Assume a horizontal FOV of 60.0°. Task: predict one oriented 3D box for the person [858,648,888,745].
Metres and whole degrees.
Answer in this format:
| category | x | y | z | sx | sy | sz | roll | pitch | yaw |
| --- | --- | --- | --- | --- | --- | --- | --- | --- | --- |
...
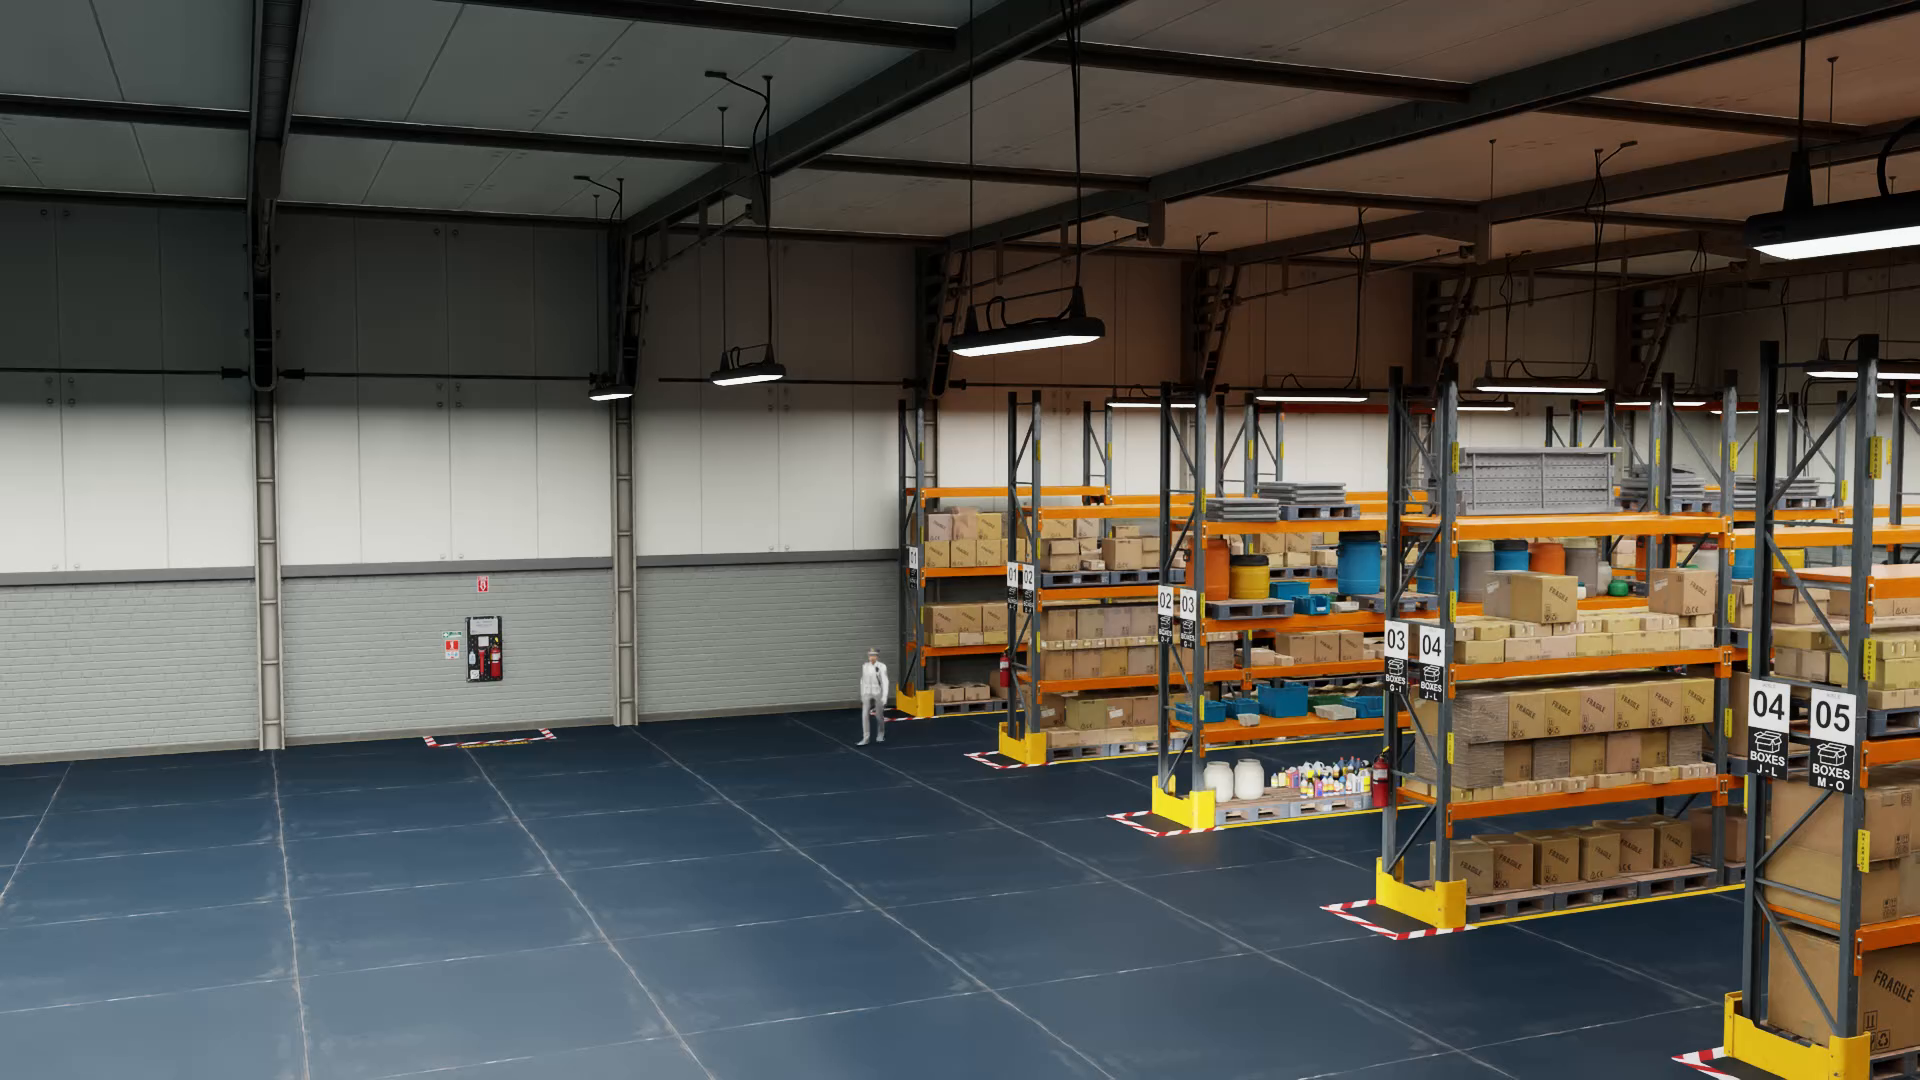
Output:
| category | x | y | z | sx | sy | sz | roll | pitch | yaw |
| --- | --- | --- | --- | --- | --- | --- | --- | --- | --- |
| person | -1.472 | 2.672 | 28.541 | 0.518 | 1.698 | 0.627 | 1 | 3 | 14 |
